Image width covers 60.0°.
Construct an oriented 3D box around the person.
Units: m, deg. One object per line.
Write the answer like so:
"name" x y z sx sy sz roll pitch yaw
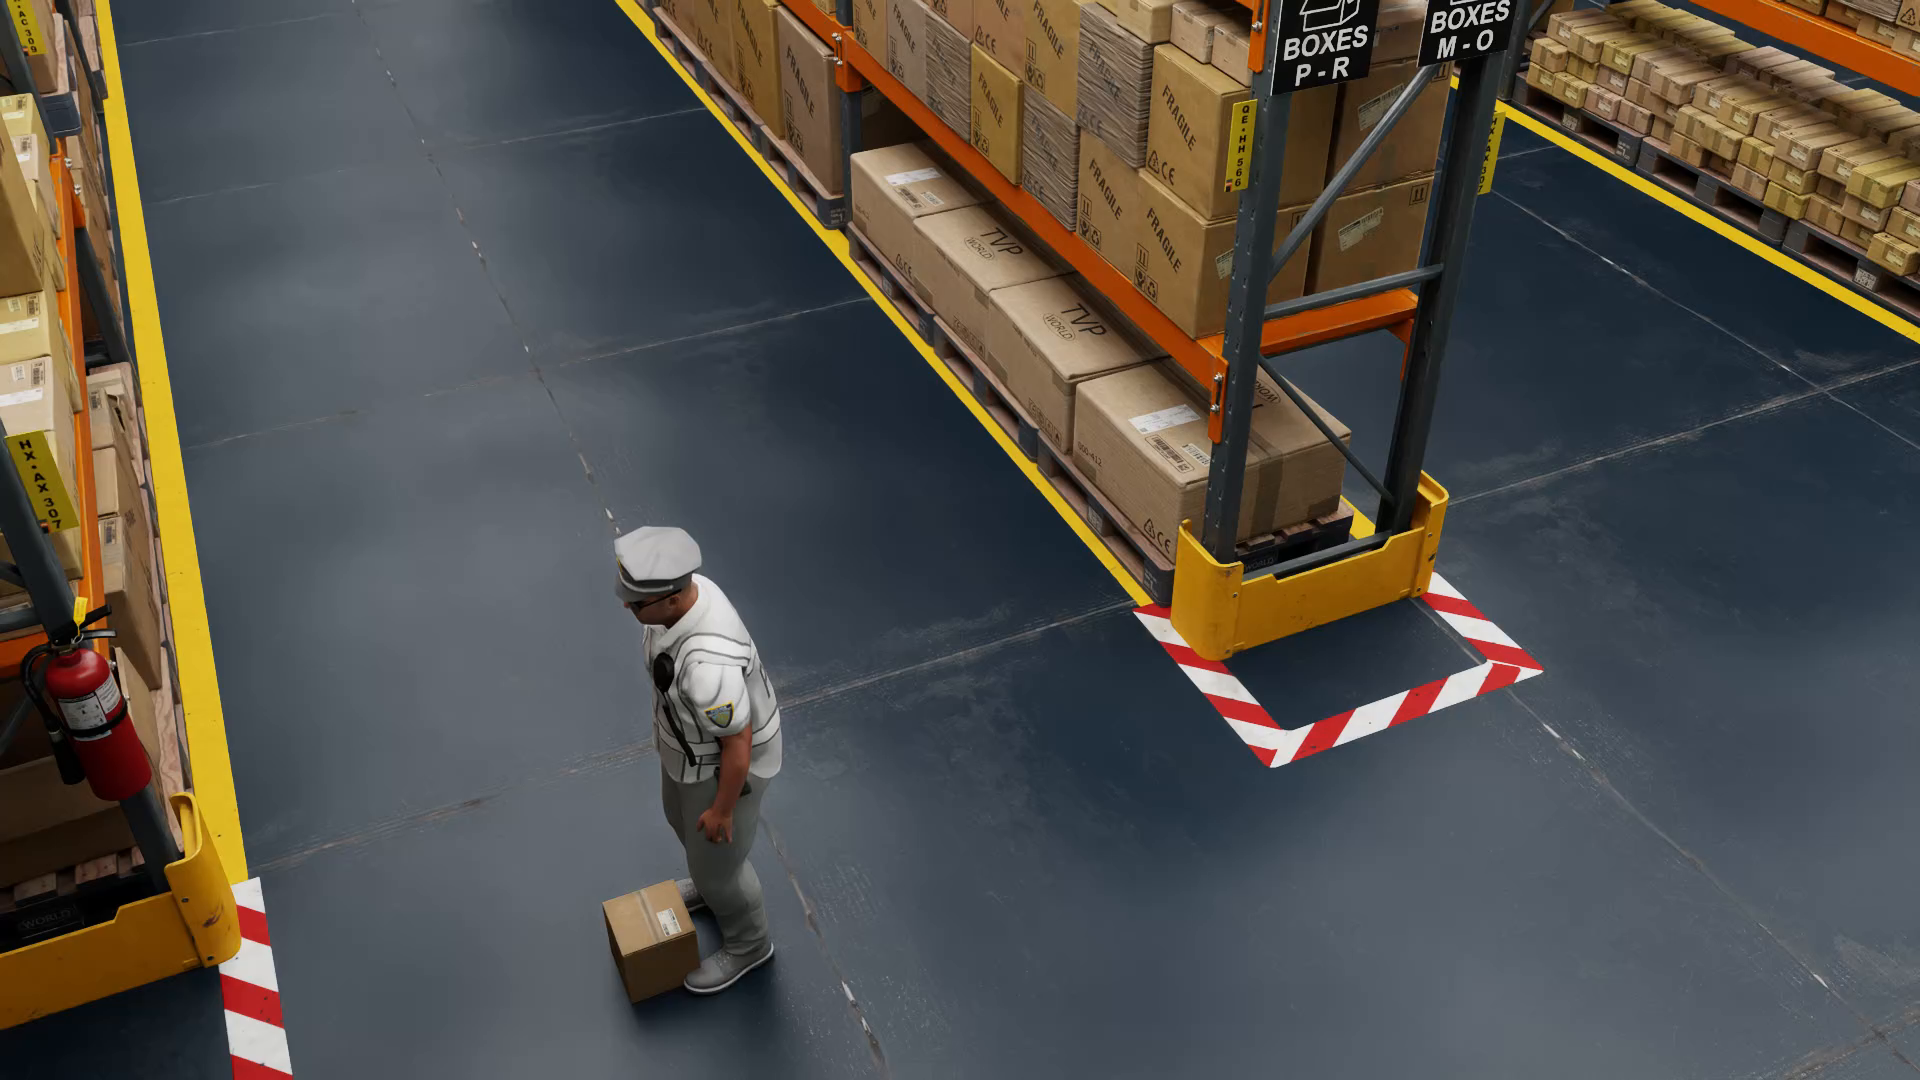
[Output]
"person" -0.793 0.676 5.247 0.434 1.748 0.585 -16 40 -20
